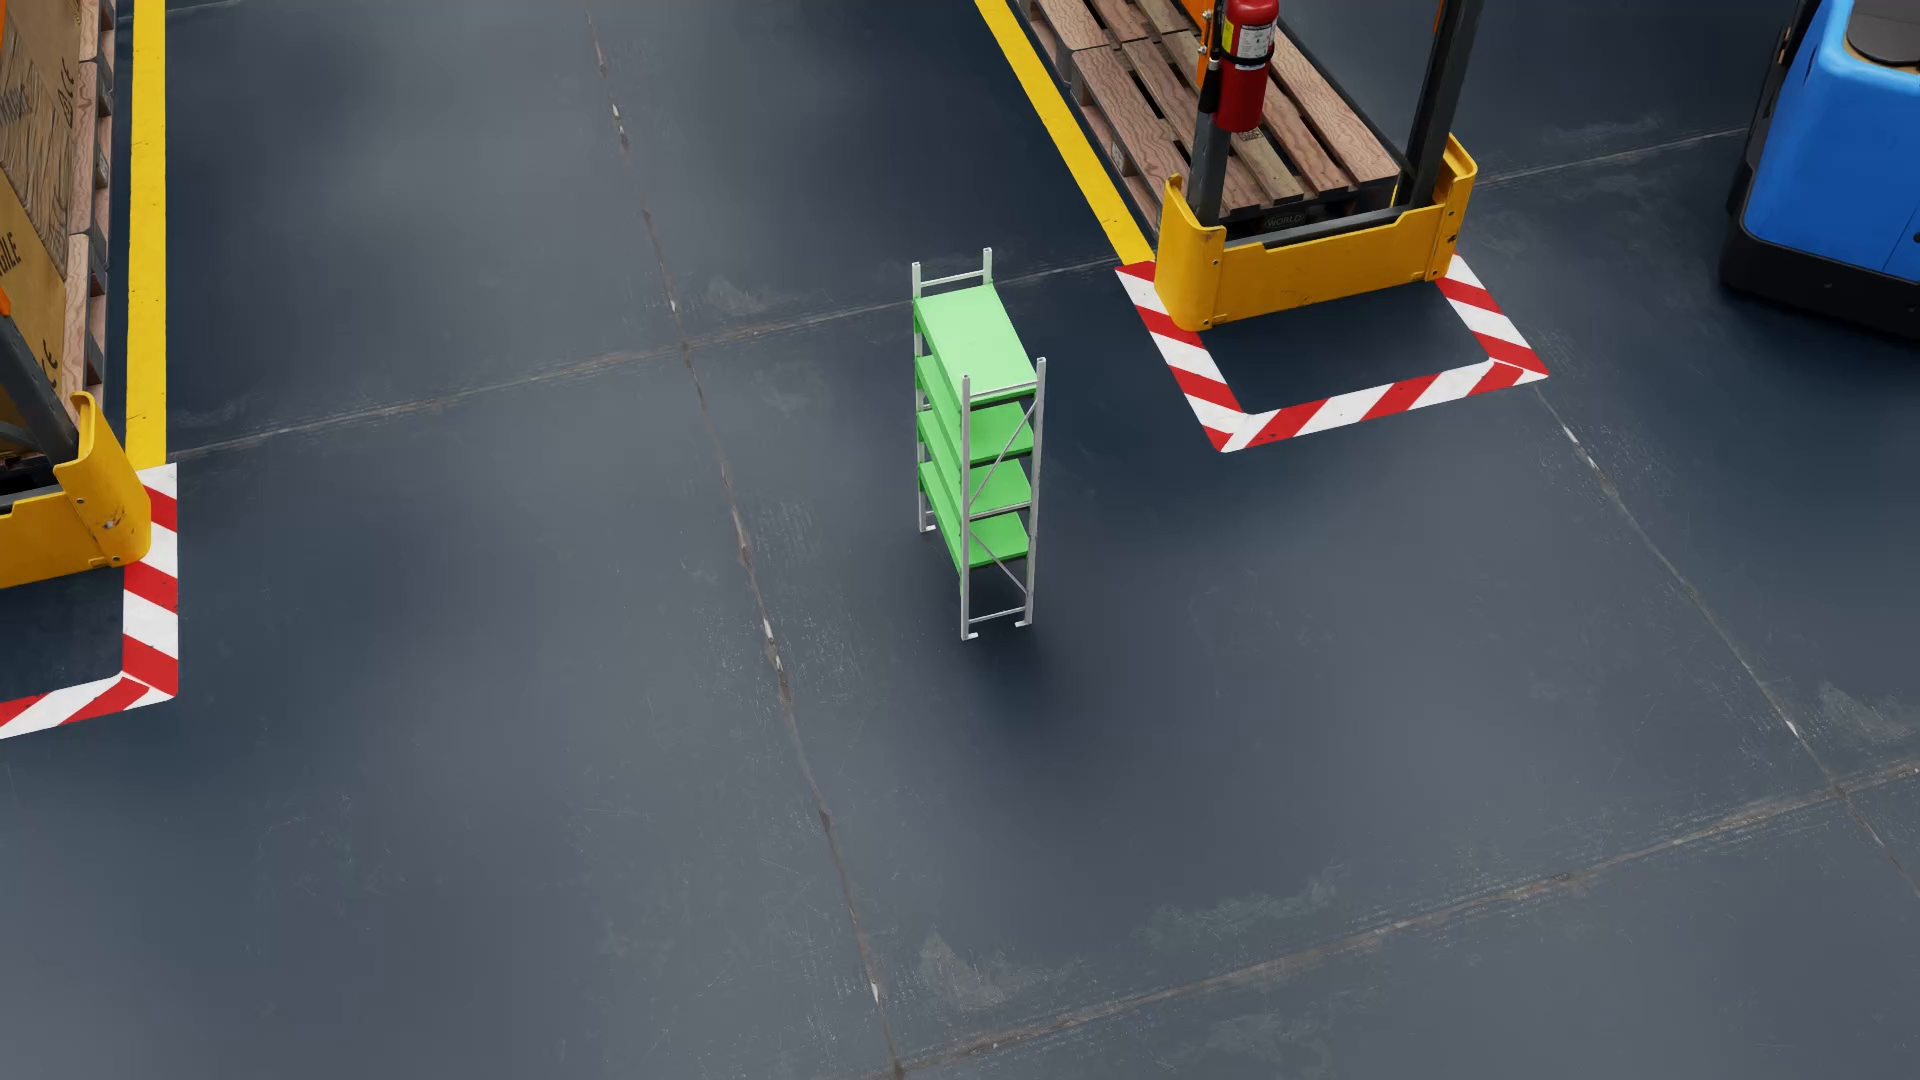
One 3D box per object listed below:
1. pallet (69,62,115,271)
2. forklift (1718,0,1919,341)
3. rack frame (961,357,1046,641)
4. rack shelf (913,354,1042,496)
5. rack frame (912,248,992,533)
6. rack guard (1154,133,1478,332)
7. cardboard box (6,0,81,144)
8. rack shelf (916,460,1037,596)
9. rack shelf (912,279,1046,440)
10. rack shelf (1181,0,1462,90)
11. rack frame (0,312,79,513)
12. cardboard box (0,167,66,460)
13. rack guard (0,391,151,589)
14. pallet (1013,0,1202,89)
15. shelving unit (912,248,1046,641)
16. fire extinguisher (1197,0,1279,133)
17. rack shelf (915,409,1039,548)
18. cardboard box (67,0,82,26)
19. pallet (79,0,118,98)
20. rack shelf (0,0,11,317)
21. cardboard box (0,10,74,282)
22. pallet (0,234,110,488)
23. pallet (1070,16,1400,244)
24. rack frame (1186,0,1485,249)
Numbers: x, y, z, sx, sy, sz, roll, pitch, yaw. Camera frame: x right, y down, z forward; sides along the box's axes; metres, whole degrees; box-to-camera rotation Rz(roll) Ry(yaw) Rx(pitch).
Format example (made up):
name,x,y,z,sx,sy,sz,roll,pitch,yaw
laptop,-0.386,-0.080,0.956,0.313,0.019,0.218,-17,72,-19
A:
name,x,y,z,sx,sy,sz,roll,pitch,yaw
pallet,-4.057,-1.468,6.849,1.003,0.211,1.213,-13,51,-11
forklift,4.082,-2.770,6.168,1.130,2.935,3.031,20,53,16
rack frame,0.121,-0.088,5.039,0.240,1.200,0.015,-13,51,-11
rack shelf,0.049,-0.379,5.055,0.258,0.148,0.480,-13,51,-11
rack frame,-0.023,-0.444,5.340,0.240,1.200,0.015,-13,51,-11
rack guard,1.362,-1.210,6.443,1.175,0.500,0.348,-13,51,-11
cardboard box,-4.187,-2.125,6.695,0.875,0.875,0.875,-13,51,-11
rack shelf,0.049,-0.070,5.422,0.258,0.148,0.480,-13,51,-11
rack shelf,0.049,-0.534,4.871,0.258,0.148,0.480,-13,51,-11
rack shelf,0.751,-3.259,7.006,1.077,0.370,4.000,-13,51,-11
rack frame,-3.389,-0.911,4.556,1.000,3.000,0.127,-13,51,-11
cardboard box,-3.654,-0.810,5.586,0.875,0.875,0.875,-13,51,-11
rack guard,-3.382,-0.087,5.497,1.175,0.500,0.348,-13,51,-11
pallet,0.779,-2.632,7.831,1.003,0.211,1.213,-13,51,-11
shelving unit,0.049,-0.266,5.189,0.258,1.200,0.503,-13,51,-11
fire extinguisher,0.953,-1.672,5.493,0.296,0.674,0.183,-13,51,-11
rack shelf,0.049,-0.225,5.238,0.258,0.148,0.480,-13,51,-11
cardboard box,-4.453,-2.782,7.249,0.875,0.875,0.875,-13,51,-11
pallet,-4.421,-2.360,7.602,1.003,0.211,1.213,-13,51,-11
rack shelf,-3.980,-2.139,6.062,1.077,0.370,4.000,-13,51,-11
cardboard box,-3.923,-1.475,6.147,0.875,0.875,0.875,-13,51,-11
pallet,-3.700,-0.578,6.099,1.003,0.211,1.213,-13,51,-11
pallet,1.136,-1.743,7.081,1.003,0.211,1.213,-13,51,-11
rack frame,1.343,-2.030,5.500,1.000,3.000,0.127,-13,51,-11
